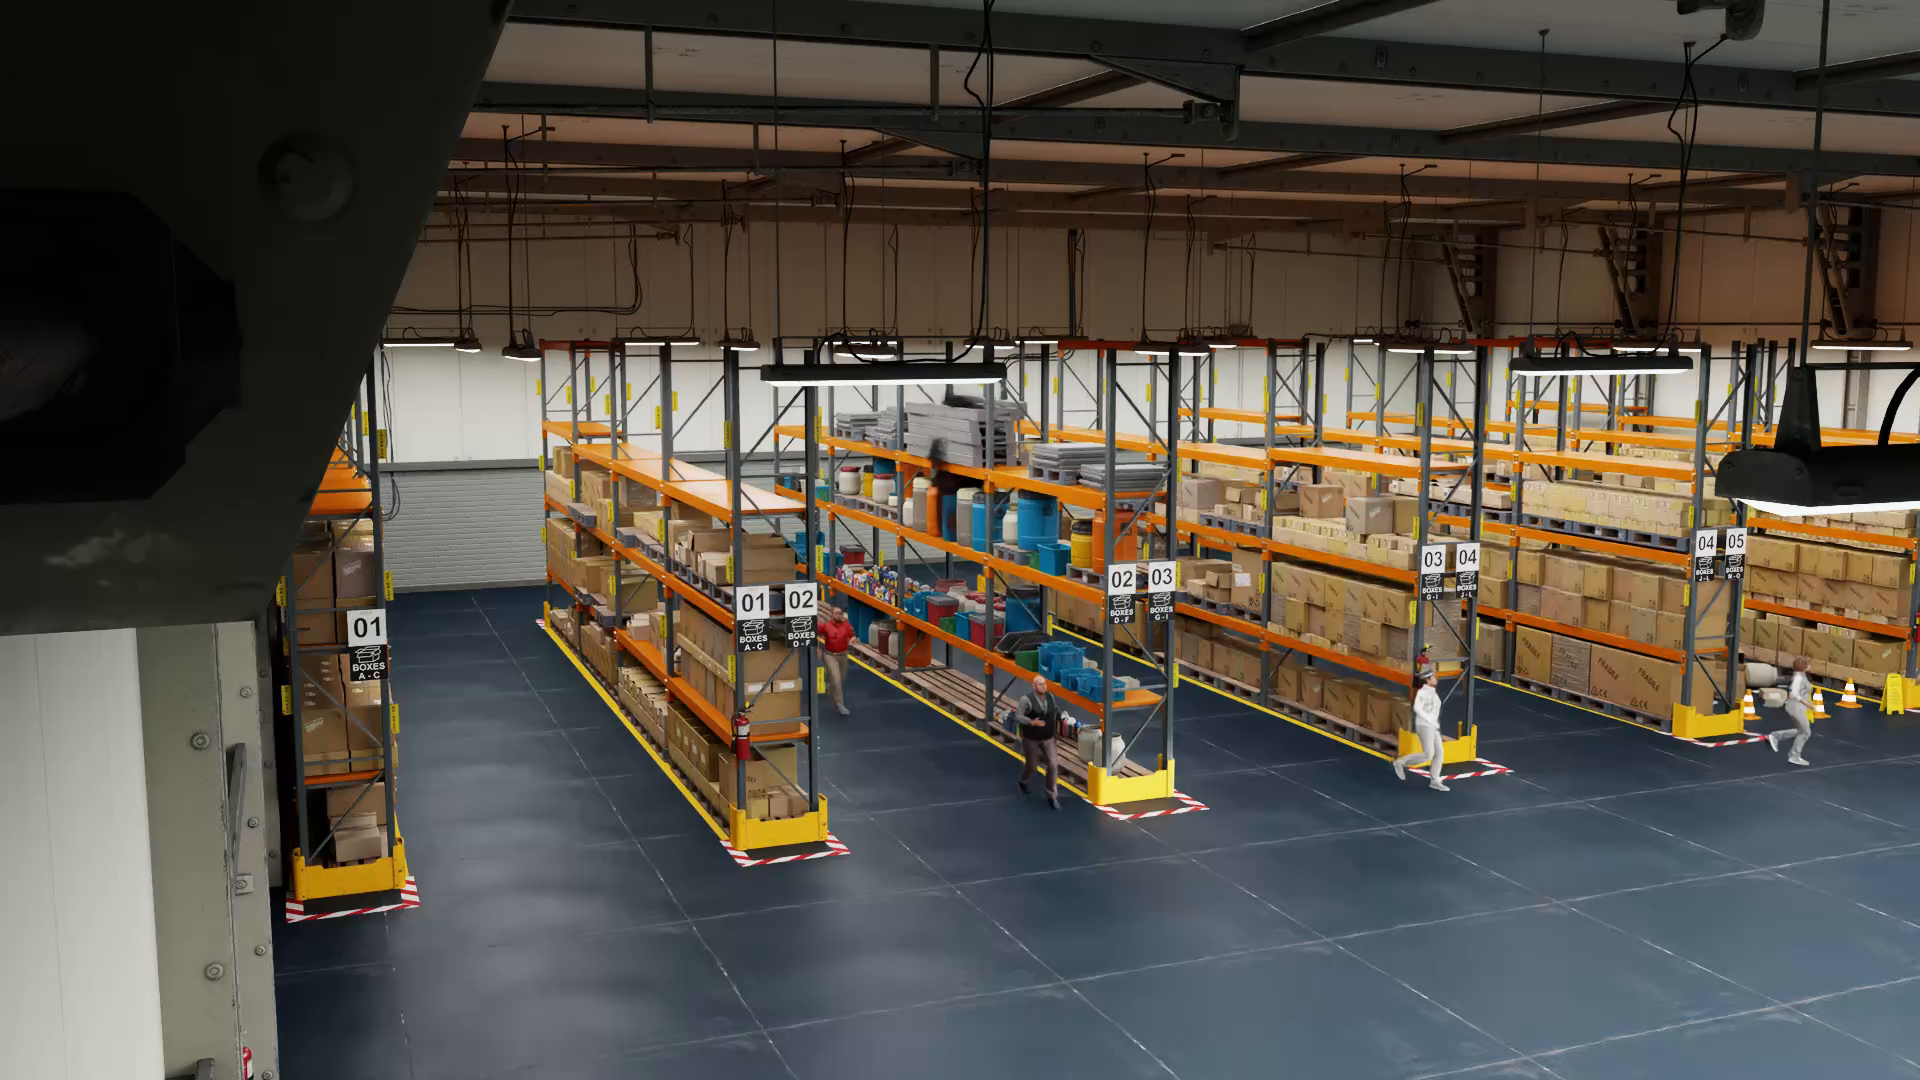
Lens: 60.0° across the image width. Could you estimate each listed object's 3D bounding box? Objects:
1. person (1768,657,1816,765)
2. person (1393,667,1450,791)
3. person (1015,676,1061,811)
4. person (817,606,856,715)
[{"bbox_3d":[12.053,2.457,24.070,0.594,1.564,0.581,4,8,26],"label":"person"},{"bbox_3d":[6.406,2.557,22.838,0.782,1.644,0.674,4,8,28],"label":"person"},{"bbox_3d":[1.021,2.641,21.968,0.681,1.750,0.922,-3,8,-23],"label":"person"},{"bbox_3d":[-2.029,1.927,27.176,0.663,1.713,0.968,-4,8,-28],"label":"person"}]
